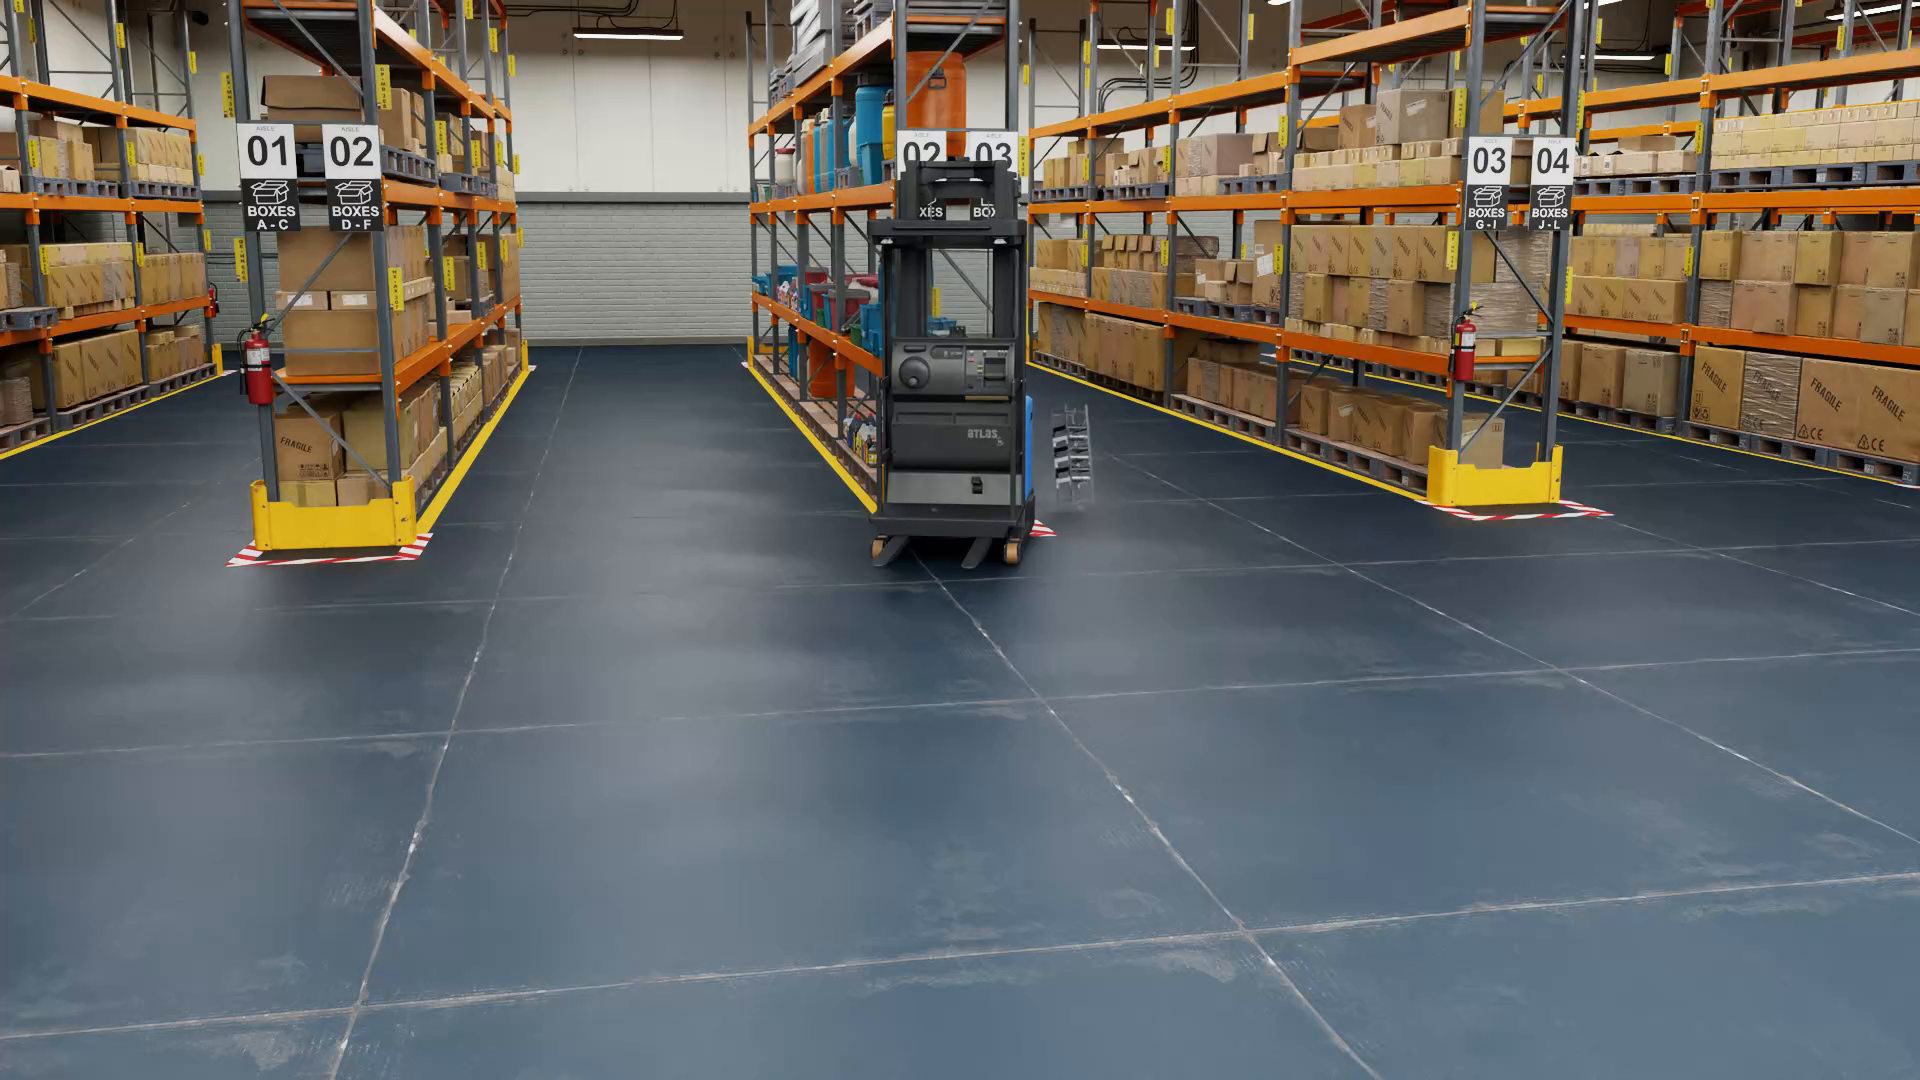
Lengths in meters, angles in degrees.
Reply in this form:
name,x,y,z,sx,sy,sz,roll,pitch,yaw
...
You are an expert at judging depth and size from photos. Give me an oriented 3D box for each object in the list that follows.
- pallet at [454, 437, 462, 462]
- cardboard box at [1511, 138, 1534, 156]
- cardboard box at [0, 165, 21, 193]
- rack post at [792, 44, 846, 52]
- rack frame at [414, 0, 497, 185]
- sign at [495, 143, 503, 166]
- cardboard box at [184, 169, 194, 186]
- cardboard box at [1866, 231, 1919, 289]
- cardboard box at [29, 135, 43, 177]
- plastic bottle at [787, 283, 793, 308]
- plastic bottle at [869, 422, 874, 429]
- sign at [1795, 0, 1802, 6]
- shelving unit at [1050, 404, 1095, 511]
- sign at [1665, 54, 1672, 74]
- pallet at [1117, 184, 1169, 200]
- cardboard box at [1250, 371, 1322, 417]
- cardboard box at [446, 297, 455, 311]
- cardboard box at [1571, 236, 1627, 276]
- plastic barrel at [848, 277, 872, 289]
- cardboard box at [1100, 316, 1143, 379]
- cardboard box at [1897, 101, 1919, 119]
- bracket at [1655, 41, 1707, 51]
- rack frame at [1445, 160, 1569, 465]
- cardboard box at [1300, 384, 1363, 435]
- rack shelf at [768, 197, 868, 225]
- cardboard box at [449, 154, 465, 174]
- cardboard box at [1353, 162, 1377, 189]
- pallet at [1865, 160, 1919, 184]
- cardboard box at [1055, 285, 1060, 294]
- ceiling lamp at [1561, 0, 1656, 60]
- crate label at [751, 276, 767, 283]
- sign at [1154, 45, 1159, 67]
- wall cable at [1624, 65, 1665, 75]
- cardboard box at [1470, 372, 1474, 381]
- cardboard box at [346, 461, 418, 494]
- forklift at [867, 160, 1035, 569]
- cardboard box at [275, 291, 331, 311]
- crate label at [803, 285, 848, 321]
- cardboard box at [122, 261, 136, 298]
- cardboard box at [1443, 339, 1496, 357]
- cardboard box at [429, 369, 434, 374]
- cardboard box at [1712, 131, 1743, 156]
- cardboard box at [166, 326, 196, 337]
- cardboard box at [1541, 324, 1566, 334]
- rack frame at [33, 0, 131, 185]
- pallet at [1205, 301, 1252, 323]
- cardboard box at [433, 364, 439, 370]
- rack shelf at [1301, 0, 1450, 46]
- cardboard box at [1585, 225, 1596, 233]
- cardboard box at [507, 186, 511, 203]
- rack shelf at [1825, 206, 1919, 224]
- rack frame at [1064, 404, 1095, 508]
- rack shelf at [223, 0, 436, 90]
name,x,y,z,sx,sy,sz,roll,pitch,yaw
pallet,-5.847,-0.947,17.607,1.003,0.211,1.213,-2,11,-11
cardboard box,5.003,-3.464,14.684,0.380,0.149,0.250,-2,11,-11
cardboard box,-10.897,-4.053,18.632,0.500,0.311,0.500,-2,11,-11
rack post,-1.832,-6.436,21.563,0.624,0.289,0.986,-2,11,-11
rack frame,-7.222,-6.597,23.791,1.000,3.000,0.127,-2,11,-11
sign,-6.678,-5.592,24.096,0.100,0.325,0.005,-2,11,-11
cardboard box,-12.455,-5.734,26.287,0.500,0.250,0.500,-2,11,-9
cardboard box,9.484,-2.742,16.291,0.875,0.550,0.550,-2,11,-11
cardboard box,-11.607,-4.657,20.174,0.700,0.500,0.500,-3,11,-14
plastic bottle,-2.356,-3.429,23.323,0.144,0.351,0.185,-2,11,-11
plastic bottle,-0.910,-1.053,16.826,0.097,0.271,0.097,0,11,0
sign,9.486,-6.204,18.802,0.100,0.325,0.005,-2,11,-11
shelving unit,0.978,-0.714,14.423,0.258,0.900,0.210,-1,-5,-32
sign,11.668,-7.838,27.389,0.100,0.325,0.005,-2,11,-11
pallet,2.877,-4.978,23.811,1.003,0.211,1.213,-2,11,-8
cardboard box,3.880,-1.732,19.784,0.700,0.500,0.500,-2,11,-11
cardboard box,-6.416,-2.805,20.147,0.500,0.311,0.500,-1,11,-7
cardboard box,8.438,-3.709,21.719,0.700,0.500,0.500,-2,11,-12
plastic barrel,-1.175,-2.970,20.480,0.421,0.512,0.421,0,11,0
cardboard box,2.815,-2.892,24.927,1.225,0.875,0.875,-3,11,-13
cardboard box,9.220,-4.110,15.896,0.380,0.149,0.250,-2,11,-10
bracket,15.695,-11.103,37.838,0.076,0.066,5.218,-2,11,-11
rack frame,4.830,-1.809,14.678,1.000,3.000,0.127,-2,11,-11
cardboard box,4.091,-1.446,18.334,0.500,0.500,0.500,-2,11,-13
rack shelf,-1.973,-4.583,23.155,1.077,0.370,4.000,-2,11,-11
cardboard box,-6.561,-4.518,20.622,0.910,0.500,0.500,-2,11,-11
cardboard box,4.193,-3.566,16.287,0.500,0.250,0.500,-2,11,-12
pallet,9.561,-3.536,15.969,1.003,0.211,1.213,-2,11,-11
cardboard box,1.817,-4.213,27.980,0.380,0.149,0.250,-2,11,-10
ceiling lamp,13.502,-11.507,33.972,2.000,3.185,0.800,-2,11,-11
crate label,-3.415,-4.453,28.859,0.416,0.233,0.303,-2,11,-11
sign,3.026,-7.477,25.701,0.100,0.325,0.005,-2,11,-11
wall cable,16.465,-12.046,37.544,2.988,3.039,0.133,-2,11,-11
cardboard box,7.677,-2.623,24.517,0.500,0.500,0.500,-2,11,-9
cardboard box,-4.875,-0.503,14.047,0.500,0.250,0.500,-2,11,-11
forklift,-0.073,-1.324,12.314,1.130,2.935,3.031,1,11,7
cardboard box,-5.149,-1.880,13.051,0.380,0.149,0.250,-2,11,-12
crate label,-1.656,-2.921,20.428,0.502,0.435,0.616,-2,11,-11
cardboard box,-11.743,-3.599,22.966,0.500,0.500,0.500,-2,11,-12
cardboard box,4.572,-1.730,14.937,0.380,0.149,0.250,-2,11,-11
cardboard box,-6.630,-1.941,20.102,0.500,0.311,0.500,-2,11,-9
cardboard box,8.758,-4.406,18.515,0.500,0.250,0.500,-2,11,-11
cardboard box,-12.370,-3.312,26.400,0.380,0.149,0.250,-2,11,-9
cardboard box,11.666,-3.934,31.573,0.875,0.438,0.875,-3,11,-13
rack frame,-12.080,-6.417,22.841,1.000,3.000,0.127,-2,11,-11
pallet,3.699,-2.820,20.505,1.003,0.211,1.213,-2,11,-11
cardboard box,-6.856,-2.068,21.547,0.500,0.500,0.500,-2,11,-9
rack shelf,6.992,-8.765,28.214,1.077,0.370,4.000,-2,11,-11
cardboard box,11.497,-5.602,29.928,0.380,0.149,0.250,-2,11,-12
cardboard box,-7.444,-5.516,26.532,0.500,0.250,0.500,-2,11,-11
rack shelf,13.384,-4.390,22.140,1.077,0.370,4.000,-2,11,-11
rack frame,1.032,-0.724,14.338,0.240,0.900,0.006,-1,-5,-32
rack shelf,-5.277,-4.213,14.260,1.077,0.370,4.000,-2,11,-11
